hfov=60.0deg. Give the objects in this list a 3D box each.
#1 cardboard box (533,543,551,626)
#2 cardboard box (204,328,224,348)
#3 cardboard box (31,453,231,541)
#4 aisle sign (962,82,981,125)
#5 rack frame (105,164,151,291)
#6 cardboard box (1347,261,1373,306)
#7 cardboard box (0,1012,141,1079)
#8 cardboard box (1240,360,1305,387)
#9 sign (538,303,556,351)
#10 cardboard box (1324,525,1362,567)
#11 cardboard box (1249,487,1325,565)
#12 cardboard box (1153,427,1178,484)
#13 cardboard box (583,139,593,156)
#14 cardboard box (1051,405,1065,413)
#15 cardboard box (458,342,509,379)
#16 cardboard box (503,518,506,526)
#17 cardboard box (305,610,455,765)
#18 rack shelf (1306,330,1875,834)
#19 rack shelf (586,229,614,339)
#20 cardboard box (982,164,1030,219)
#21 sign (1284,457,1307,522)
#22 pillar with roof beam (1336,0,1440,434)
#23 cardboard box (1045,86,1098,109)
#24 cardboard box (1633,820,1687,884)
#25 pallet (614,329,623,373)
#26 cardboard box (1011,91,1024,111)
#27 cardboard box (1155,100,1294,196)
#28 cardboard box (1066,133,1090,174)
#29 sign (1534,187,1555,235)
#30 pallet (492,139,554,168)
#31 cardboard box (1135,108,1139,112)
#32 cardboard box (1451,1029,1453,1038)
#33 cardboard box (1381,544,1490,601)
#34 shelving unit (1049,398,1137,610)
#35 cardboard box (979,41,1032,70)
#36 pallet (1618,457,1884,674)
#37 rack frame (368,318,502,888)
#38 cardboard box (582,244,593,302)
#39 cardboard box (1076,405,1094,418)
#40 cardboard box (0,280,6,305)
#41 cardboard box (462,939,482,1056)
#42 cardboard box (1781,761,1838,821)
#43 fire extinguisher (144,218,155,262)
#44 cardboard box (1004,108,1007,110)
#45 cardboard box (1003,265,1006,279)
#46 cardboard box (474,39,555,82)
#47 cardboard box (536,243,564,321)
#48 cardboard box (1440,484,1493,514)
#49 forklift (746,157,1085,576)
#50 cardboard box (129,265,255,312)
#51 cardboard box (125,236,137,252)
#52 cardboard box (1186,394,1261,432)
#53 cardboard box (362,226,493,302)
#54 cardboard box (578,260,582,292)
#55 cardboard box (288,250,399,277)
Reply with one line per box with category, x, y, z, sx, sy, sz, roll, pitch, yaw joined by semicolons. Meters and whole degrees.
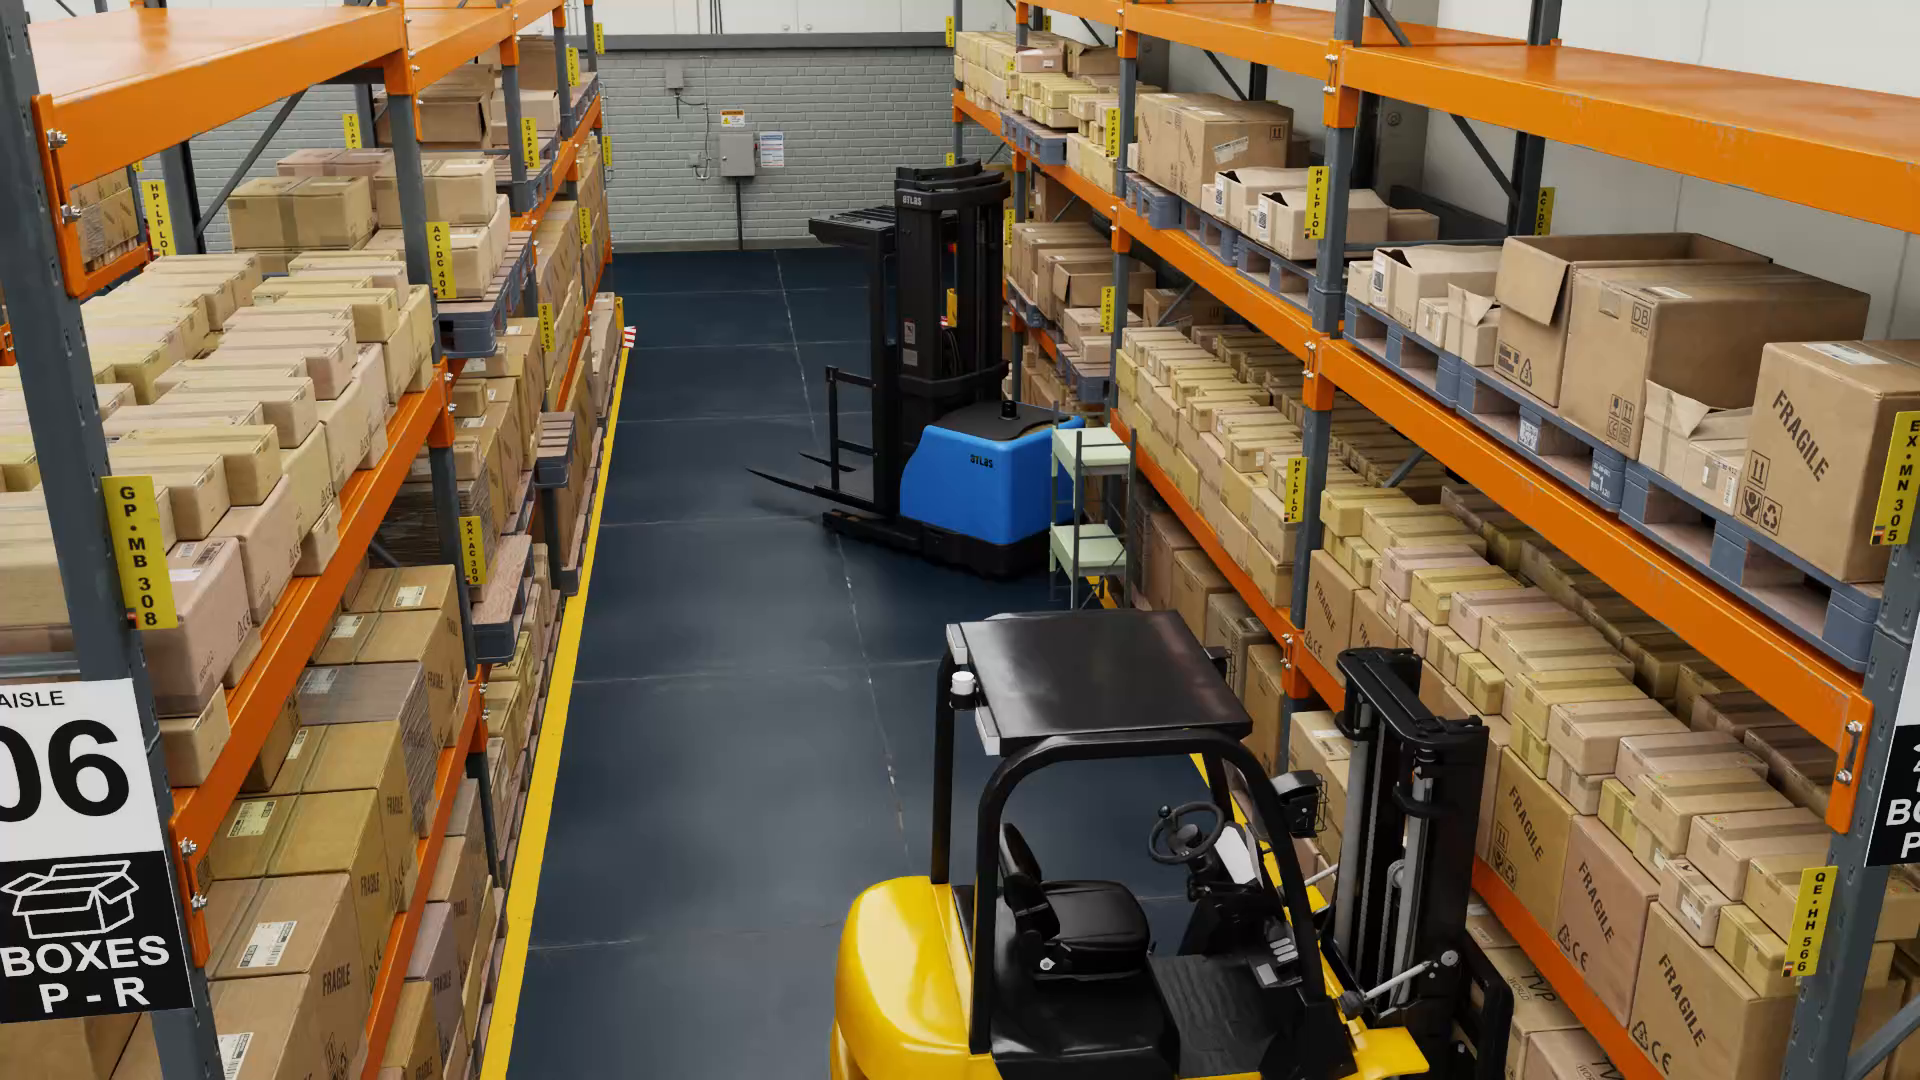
cardboard box;-3.258;0.330;11.201;0.950;0.372;0.625;-4;21;-11
cardboard box;-2.877;-0.645;6.159;0.500;0.250;0.500;-3;21;-8
cardboard box;-2.053;-0.101;4.132;0.380;0.149;0.250;-3;21;-8
aisle sign;0.128;-5.148;18.998;0.394;0.787;0.004;-3;21;-8
rack frame;-9.367;-3.385;17.993;1.000;3.000;0.127;-3;21;-8
cardboard box;1.922;-1.127;7.276;0.380;0.149;0.250;-2;21;-7
cardboard box;-2.466;1.049;4.123;0.700;0.500;0.500;-3;21;-9
cardboard box;2.019;-1.047;10.661;0.380;0.149;0.250;-3;21;-8
sign;-2.794;-1.436;11.233;0.100;0.325;0.005;-3;21;-8
cardboard box;1.944;0.006;7.843;0.380;0.149;0.250;-3;21;-9
cardboard box;1.834;-0.088;8.665;0.500;0.250;0.500;-3;21;-9
cardboard box;1.553;-0.563;10.652;0.500;0.250;0.500;-4;21;-10
cardboard box;-4.057;-4.114;17.445;0.380;0.149;0.250;-2;21;-7
cardboard box;1.075;-0.847;14.169;0.500;0.500;0.500;-4;21;-10
cardboard box;-2.815;-1.035;9.604;0.380;0.149;0.250;-4;21;-10
cardboard box;-2.693;-0.160;9.116;0.380;0.149;0.250;-3;21;-7
cardboard box;-2.362;0.618;6.707;0.500;0.500;0.500;-2;21;-6
rack shelf;2.447;-0.143;6.052;1.077;0.370;4.000;-3;21;-8
rack shelf;-4.195;-2.641;17.027;1.077;0.370;4.000;-3;21;-8
cardboard box;0.444;-3.652;17.425;0.500;0.500;0.500;-2;21;-6
sign;1.623;-0.242;8.034;0.100;0.325;0.005;-3;21;-8
pillar with roof beam;-1.599;-3.339;9.295;9.100;9.000;0.400;-3;21;-8
cardboard box;0.894;-3.552;13.342;0.380;0.149;0.250;-3;21;-7
cardboard box;2.365;0.981;5.231;0.380;0.149;0.250;-3;21;-7
pallet;-4.290;-2.091;18.513;1.003;0.211;1.213;-3;21;-8
cardboard box;0.657;-3.853;14.574;0.380;0.149;0.250;-3;21;-7
cardboard box;1.617;-2.415;10.221;0.700;0.500;0.500;-3;21;-9
cardboard box;1.122;-3.000;12.887;0.500;0.250;0.500;-3;21;-8
sign;2.707;-1.480;7.752;0.100;0.325;0.005;-3;21;-8
pallet;-3.639;-2.824;12.474;1.003;0.211;1.213;-2;21;-5
cardboard box;1.306;-3.013;11.930;0.380;0.149;0.250;-4;21;-10
cardboard box;2.130;1.797;6.733;0.500;0.250;0.500;-3;21;-8
cardboard box;2.019;0.136;7.069;0.380;0.149;0.250;-2;21;-7
shelving unit;0.902;-0.144;11.457;0.431;1.500;0.755;-3;21;-8
cardboard box;0.468;-4.938;16.937;0.500;0.250;0.500;-2;21;-6
pallet;2.659;0.008;4.747;1.003;0.211;1.213;-3;21;-8
rack frame;-2.753;0.485;7.631;1.000;3.000;0.127;-3;21;-8
cardboard box;-3.715;-2.508;15.500;0.500;0.500;0.500;-2;21;-6
cardboard box;1.166;-1.006;13.668;0.380;0.149;0.250;-3;21;-9
cardboard box;-8.612;-2.371;14.709;0.500;0.500;0.500;-3;21;-9
cardboard box;-2.315;1.951;7.035;0.500;0.250;0.500;-3;21;-9
cardboard box;2.841;0.818;5.244;0.380;0.149;0.250;-3;21;-7
fire extinguisher;-8.946;-3.285;18.368;0.296;0.674;0.183;-3;21;-8
cardboard box;0.629;-4.019;15.761;0.380;0.149;0.250;-3;21;-8
cardboard box;0.589;-2.695;16.503;0.380;0.149;0.250;-2;21;-6
cardboard box;-4.133;-4.448;15.659;0.797;0.503;0.637;-1;21;-4
cardboard box;-3.299;-1.950;12.577;0.500;0.500;0.500;-2;21;-6
cardboard box;2.503;-0.162;7.867;0.380;0.149;0.250;-3;21;-8
forklift;-0.470;-1.517;13.088;3.031;2.935;1.130;17;26;38
cardboard box;-2.964;-0.962;6.438;0.380;0.149;0.250;-2;21;-6
cardboard box;-9.040;-3.169;17.773;0.380;0.149;0.250;-3;21;-8
cardboard box;1.561;-0.754;9.877;0.380;0.149;0.250;-3;21;-9
cardboard box;-2.441;-1.270;7.655;0.500;0.250;0.500;-3;21;-9
cardboard box;-3.602;-2.309;14.610;0.500;0.250;0.500;-3;21;-8
cardboard box;-2.491;-1.078;6.747;0.380;0.149;0.250;-2;21;-7
